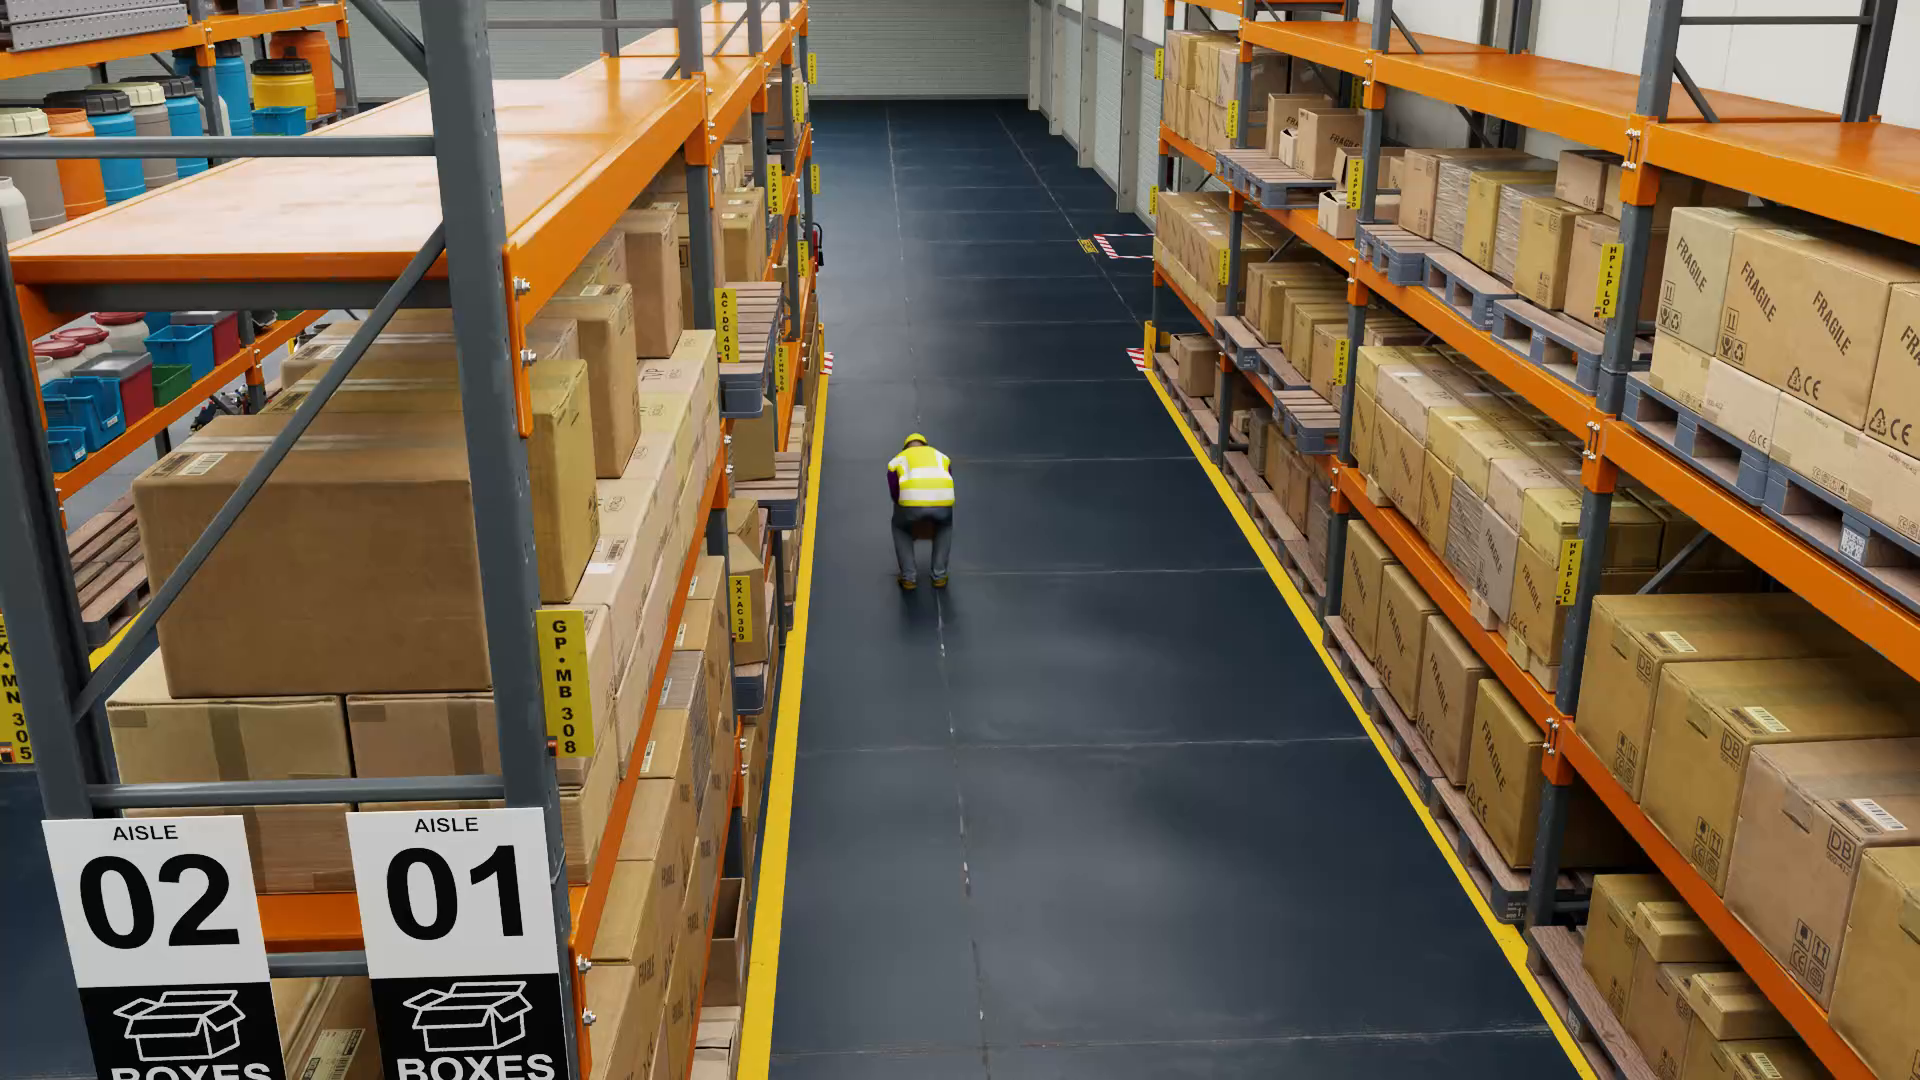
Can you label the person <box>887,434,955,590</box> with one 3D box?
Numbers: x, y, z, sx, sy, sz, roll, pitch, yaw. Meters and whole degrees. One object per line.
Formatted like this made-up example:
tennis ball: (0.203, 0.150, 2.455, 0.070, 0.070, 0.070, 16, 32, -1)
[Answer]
person: (-0.310, -0.217, 13.131, 0.510, 1.072, 0.965, -2, 20, -6)
